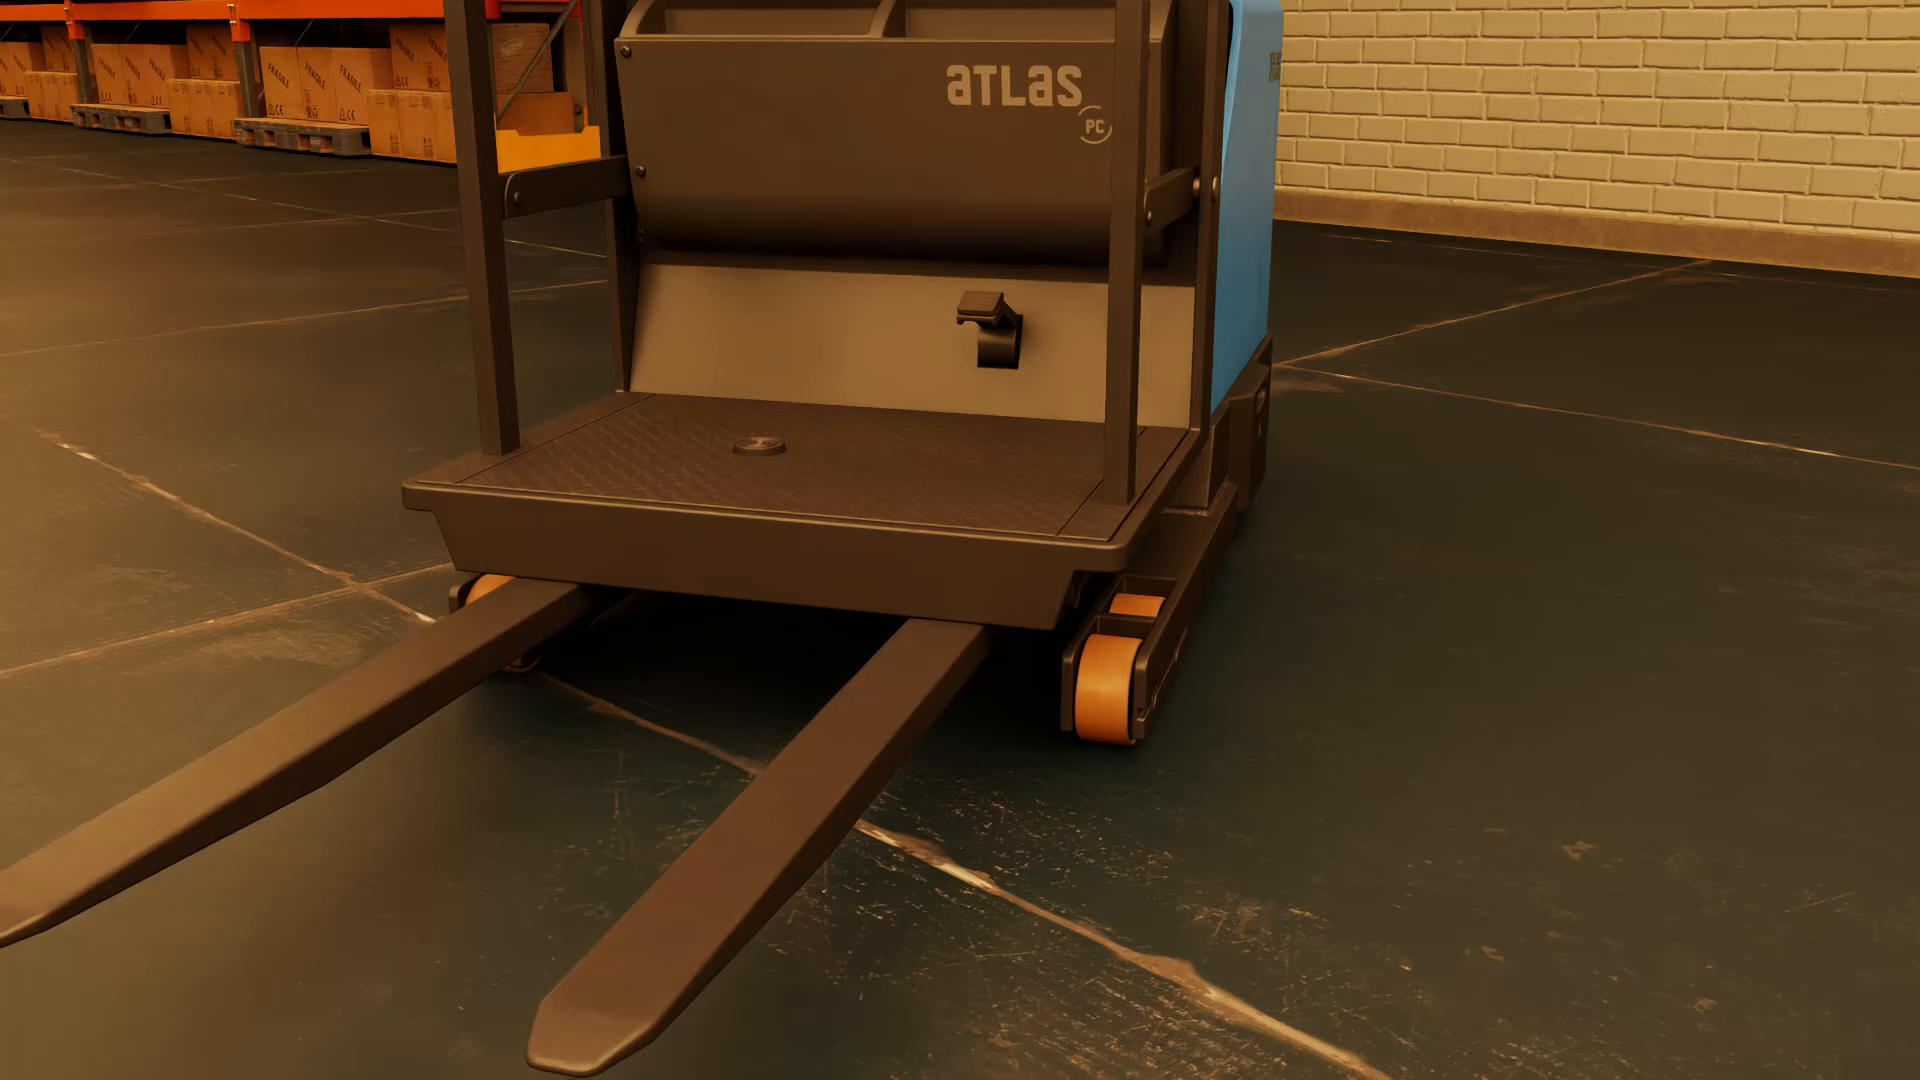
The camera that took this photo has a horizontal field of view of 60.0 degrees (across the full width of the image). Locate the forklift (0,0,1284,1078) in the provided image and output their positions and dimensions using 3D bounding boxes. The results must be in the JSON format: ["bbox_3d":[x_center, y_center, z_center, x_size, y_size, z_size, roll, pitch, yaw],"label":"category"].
[{"bbox_3d":[-0.174,-1.228,2.404,1.130,2.935,3.031,5,18,16],"label":"forklift"}]
